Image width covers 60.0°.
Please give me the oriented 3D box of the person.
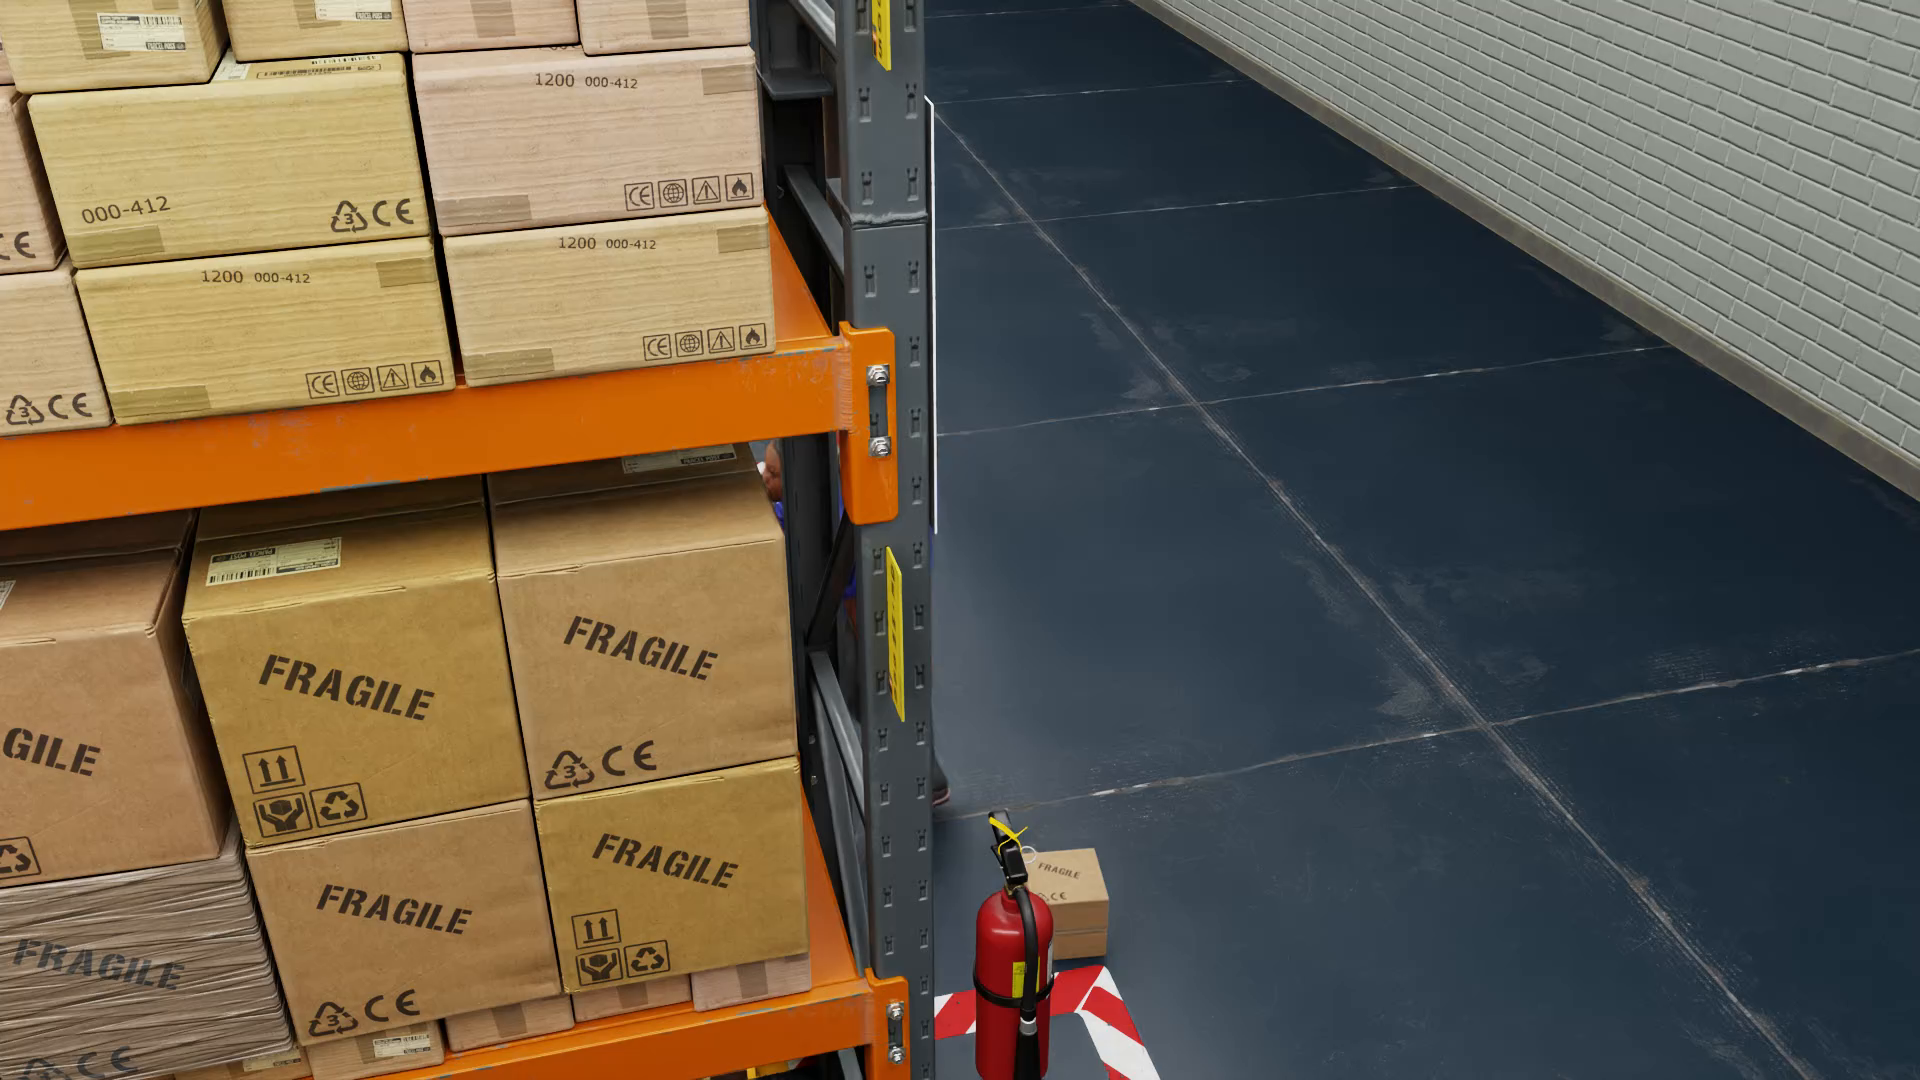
[{"bbox_3d":[-0.506,0.345,5.536,0.991,1.589,0.444,-8,31,-13],"label":"person"}]
